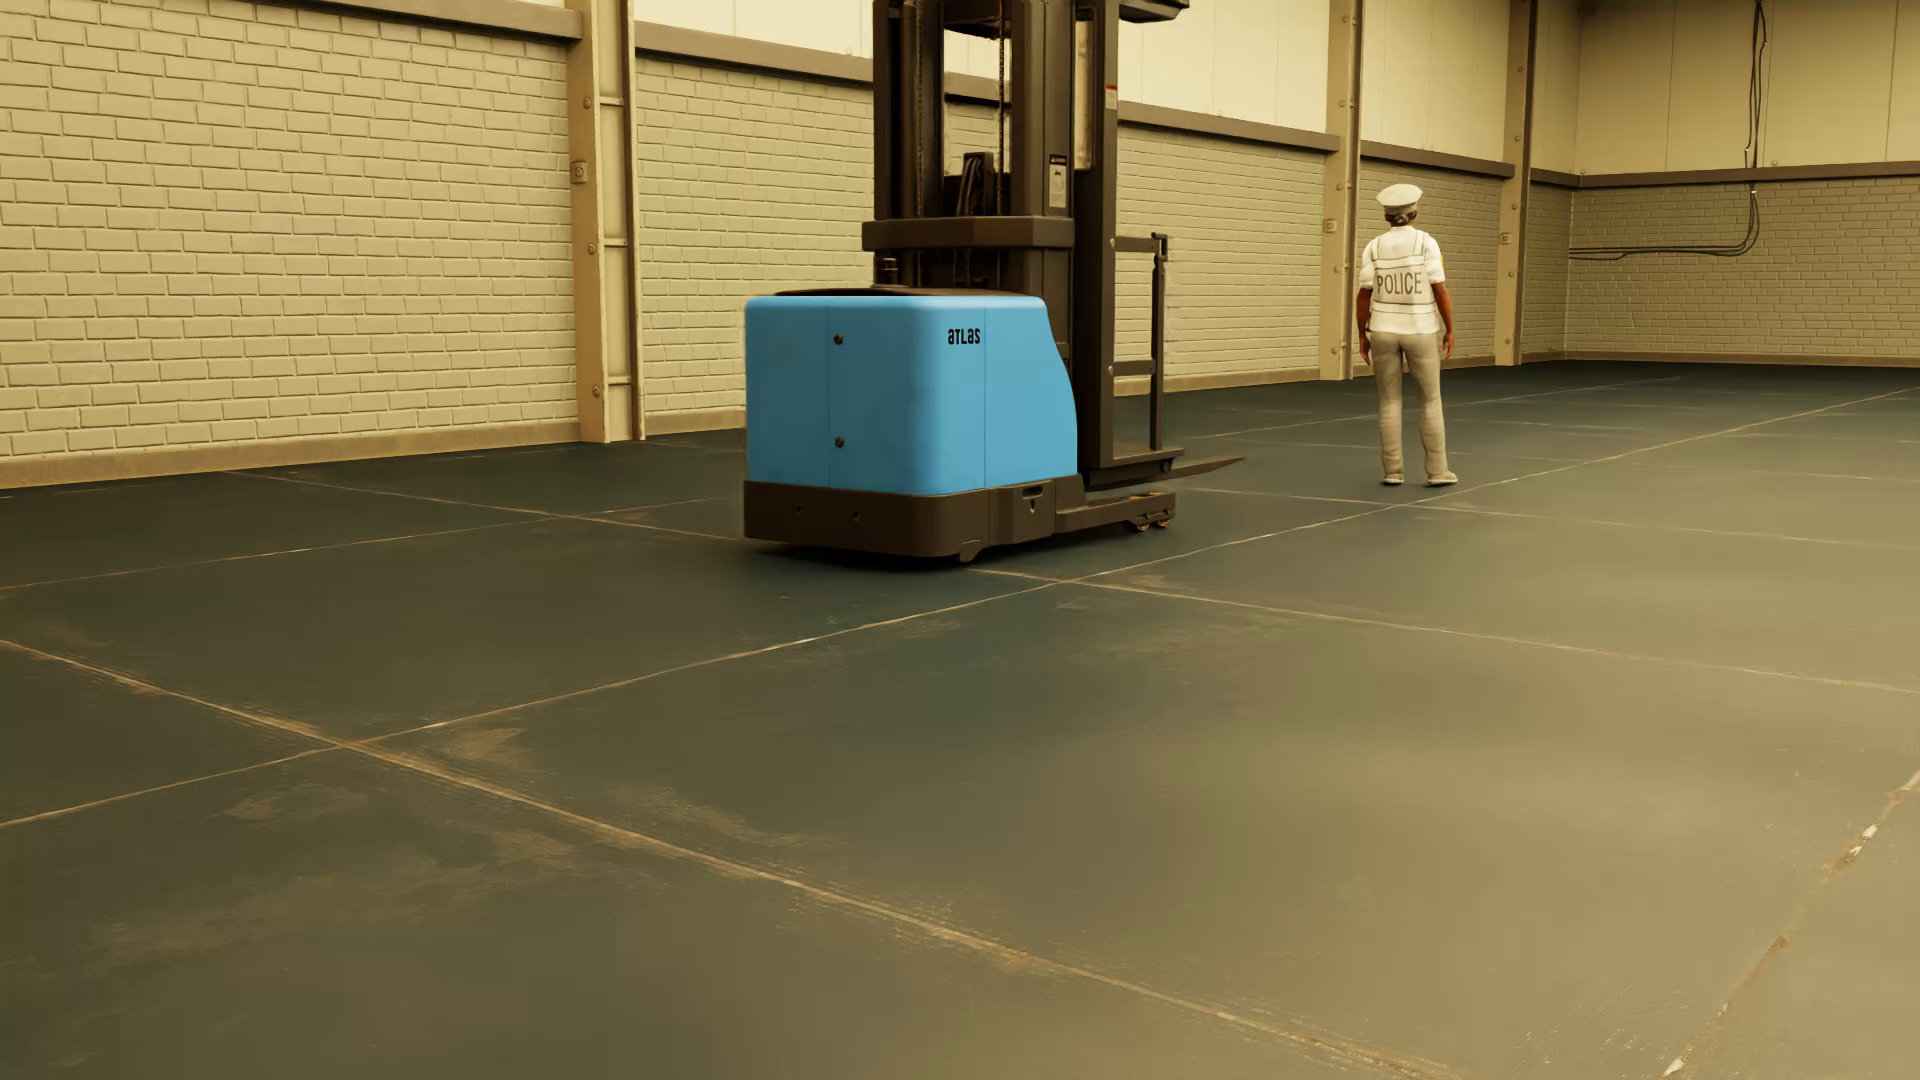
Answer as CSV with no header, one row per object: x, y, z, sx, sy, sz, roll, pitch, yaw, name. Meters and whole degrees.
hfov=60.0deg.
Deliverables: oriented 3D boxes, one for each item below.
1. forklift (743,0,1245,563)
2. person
0.363,-1.526,7.714,1.130,2.935,3.031,6,10,36,forklift
2.547,-1.160,9.458,0.554,1.702,0.512,4,9,27,person
